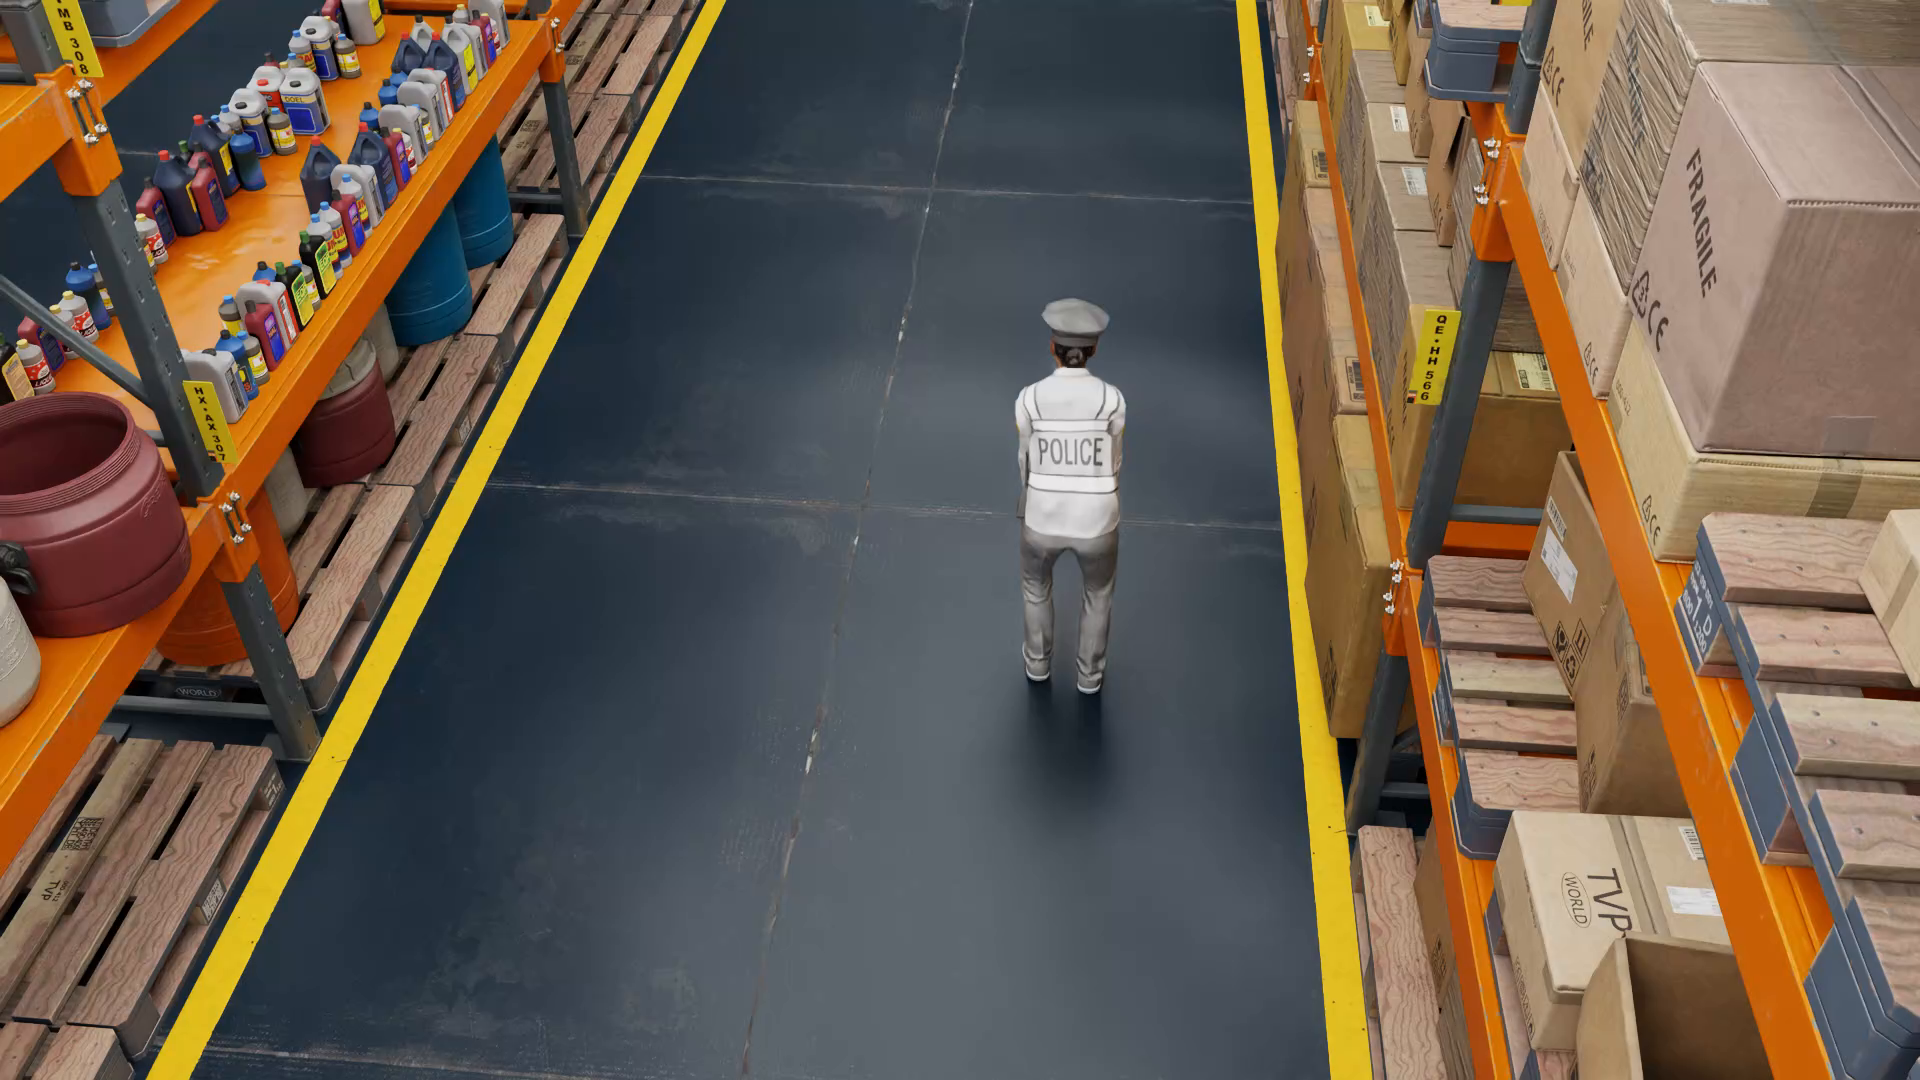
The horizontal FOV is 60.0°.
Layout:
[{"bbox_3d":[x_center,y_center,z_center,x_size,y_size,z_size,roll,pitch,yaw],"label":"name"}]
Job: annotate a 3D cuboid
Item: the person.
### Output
[{"bbox_3d":[0.406,-0.117,6.362,0.413,1.584,0.588,3,40,3],"label":"person"}]
